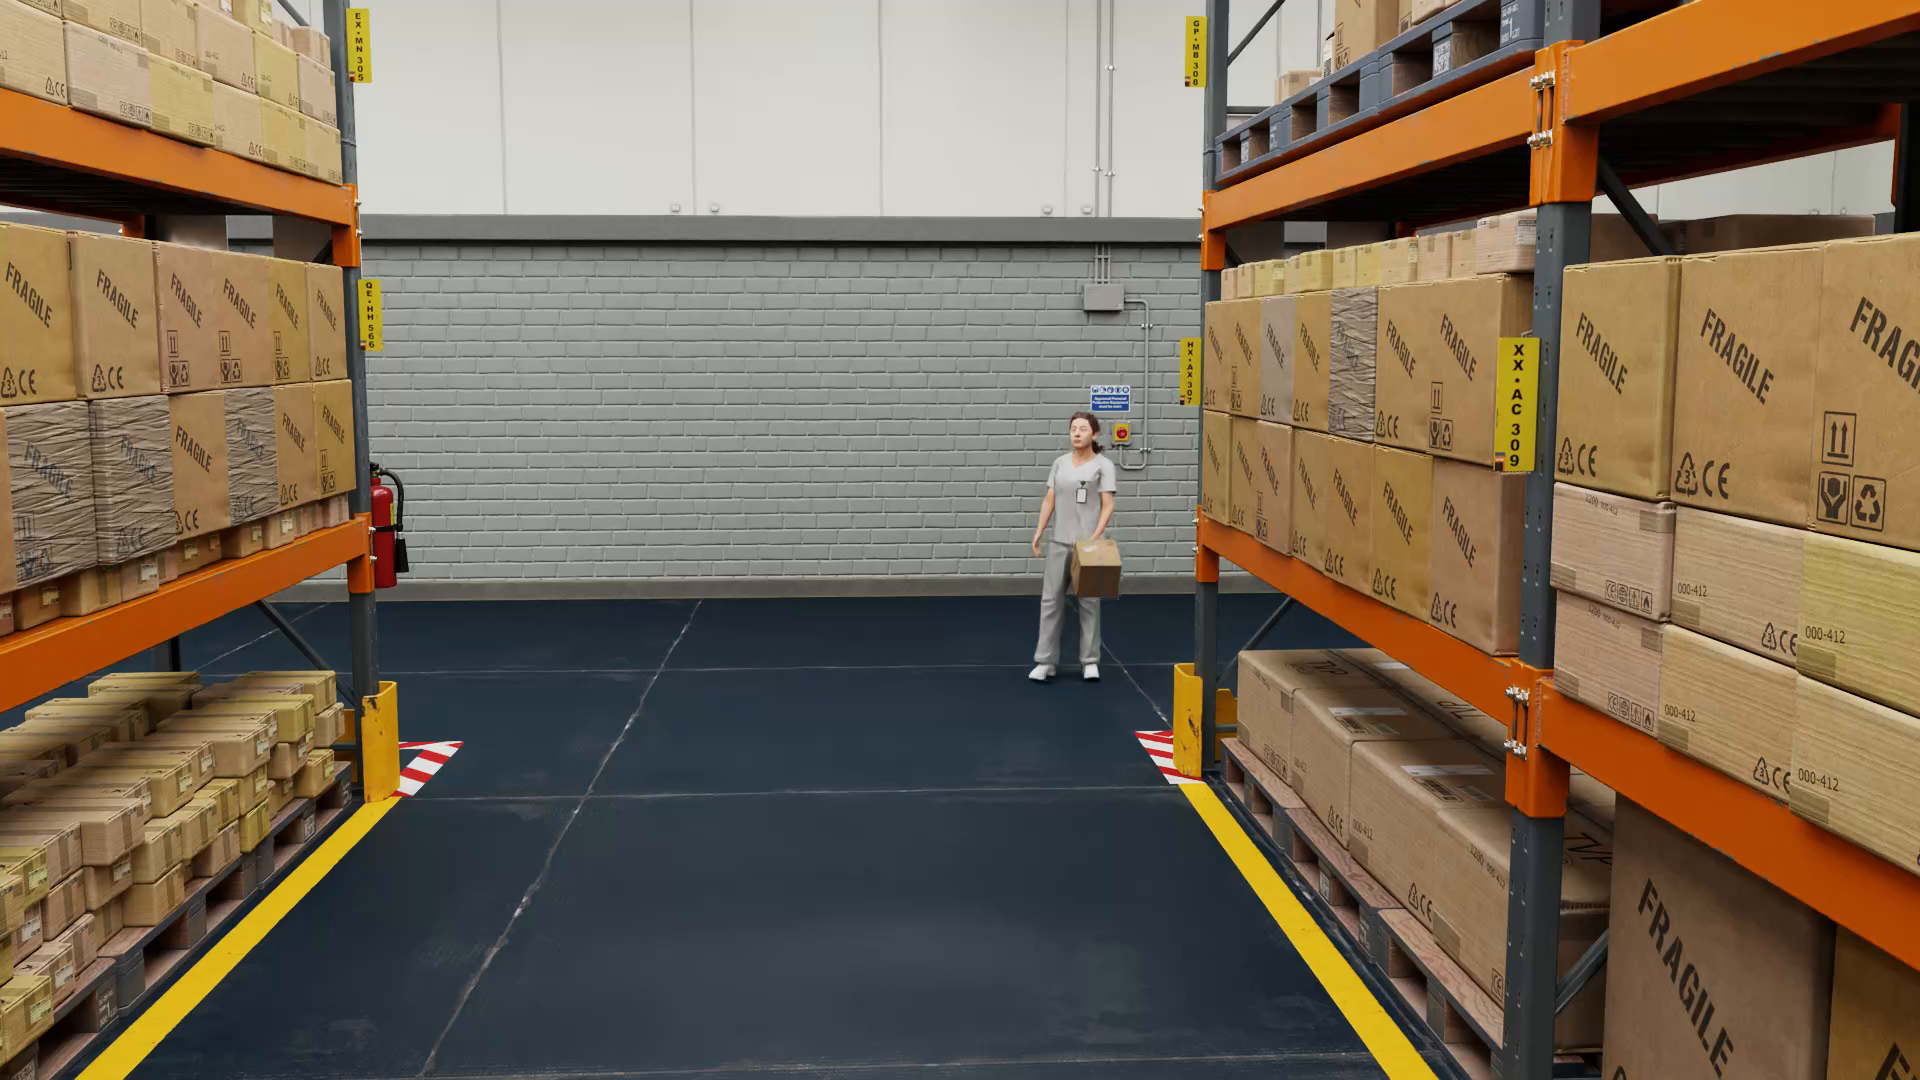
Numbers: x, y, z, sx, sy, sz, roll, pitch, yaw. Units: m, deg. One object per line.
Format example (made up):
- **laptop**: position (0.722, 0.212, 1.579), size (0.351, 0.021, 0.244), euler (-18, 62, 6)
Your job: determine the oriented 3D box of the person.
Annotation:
- **person**: position (0.720, 0.040, 10.397), size (0.484, 1.666, 0.549), euler (3, 8, 26)
